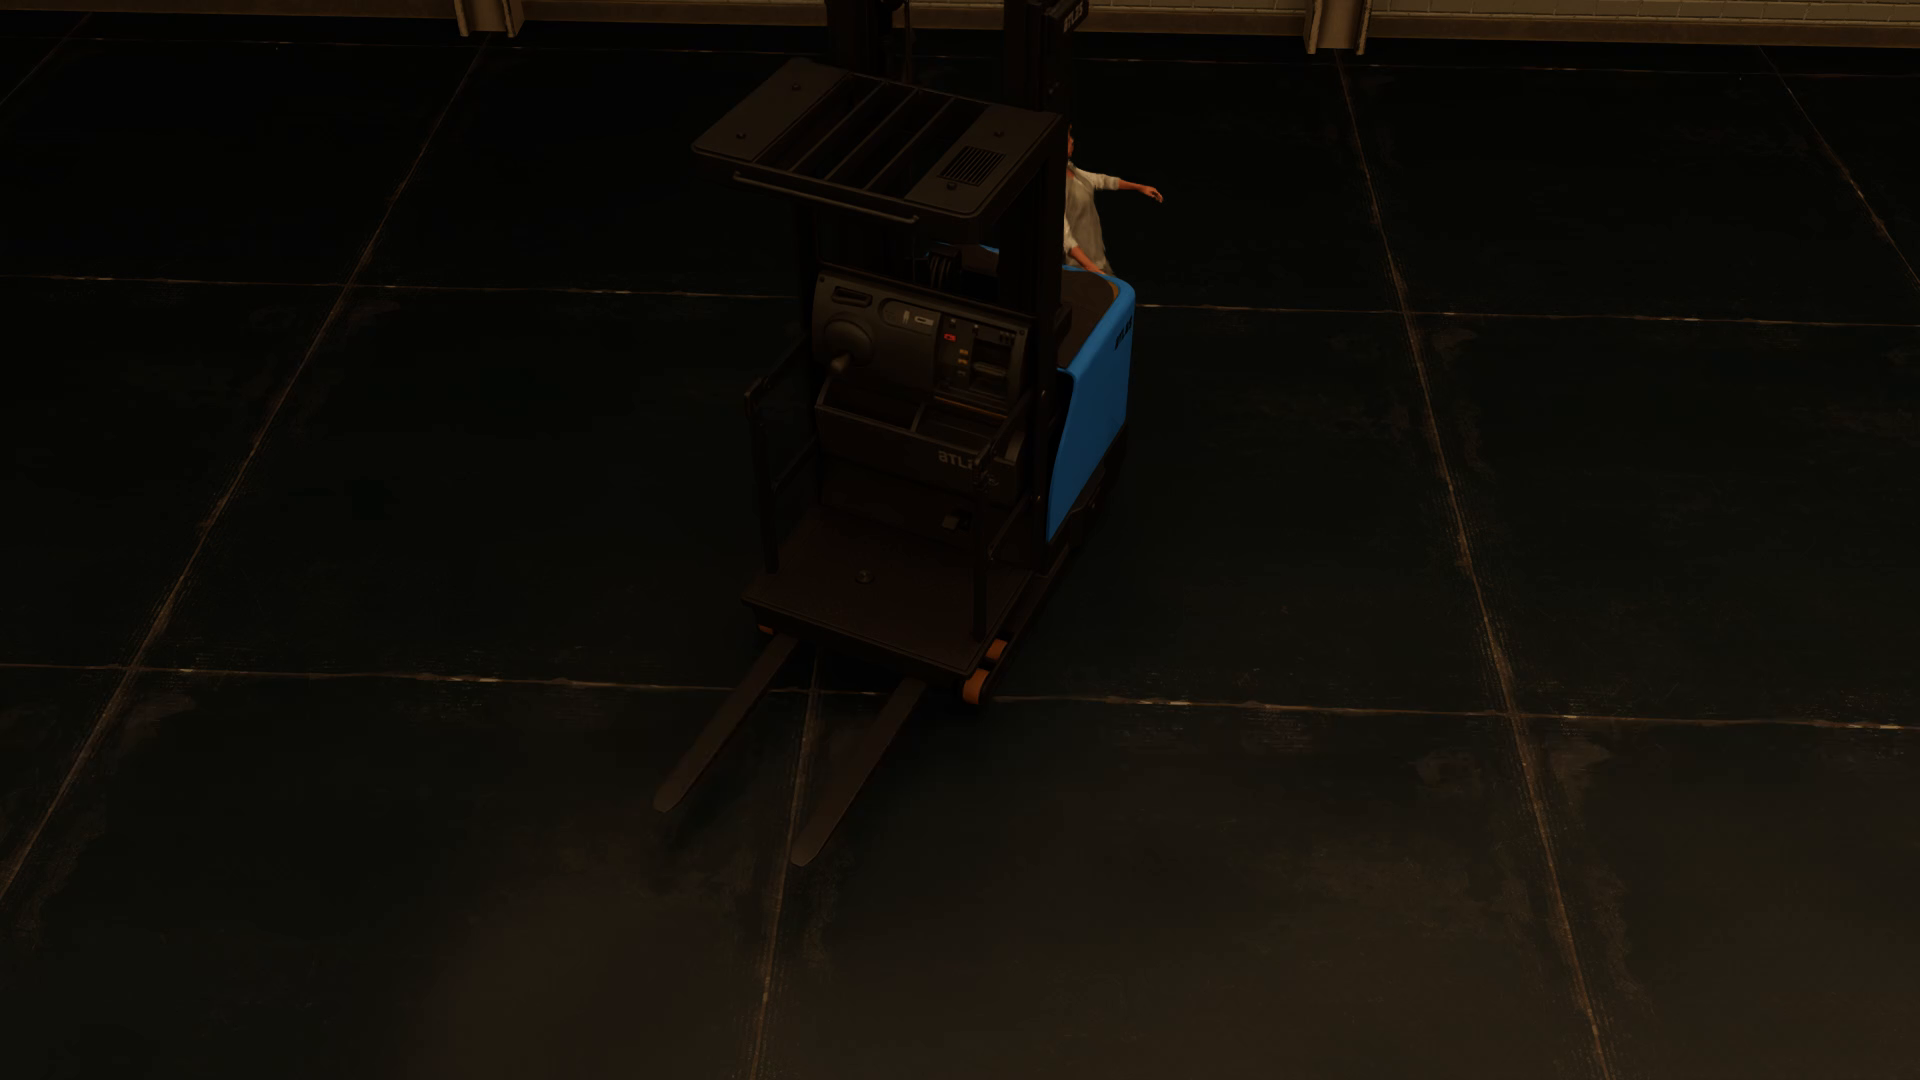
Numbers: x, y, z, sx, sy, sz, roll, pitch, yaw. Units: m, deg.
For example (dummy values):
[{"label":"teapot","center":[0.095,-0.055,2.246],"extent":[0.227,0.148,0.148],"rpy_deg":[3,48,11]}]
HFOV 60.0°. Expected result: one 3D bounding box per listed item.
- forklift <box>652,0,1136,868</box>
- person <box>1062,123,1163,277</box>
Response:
[{"label":"forklift","center":[-0.257,-0.709,6.519],"extent":[1.130,2.935,3.031],"rpy_deg":[17,45,18]},{"label":"person","center":[0.666,-1.328,8.333],"extent":[0.691,1.543,0.817],"rpy_deg":[1,42,1]}]
